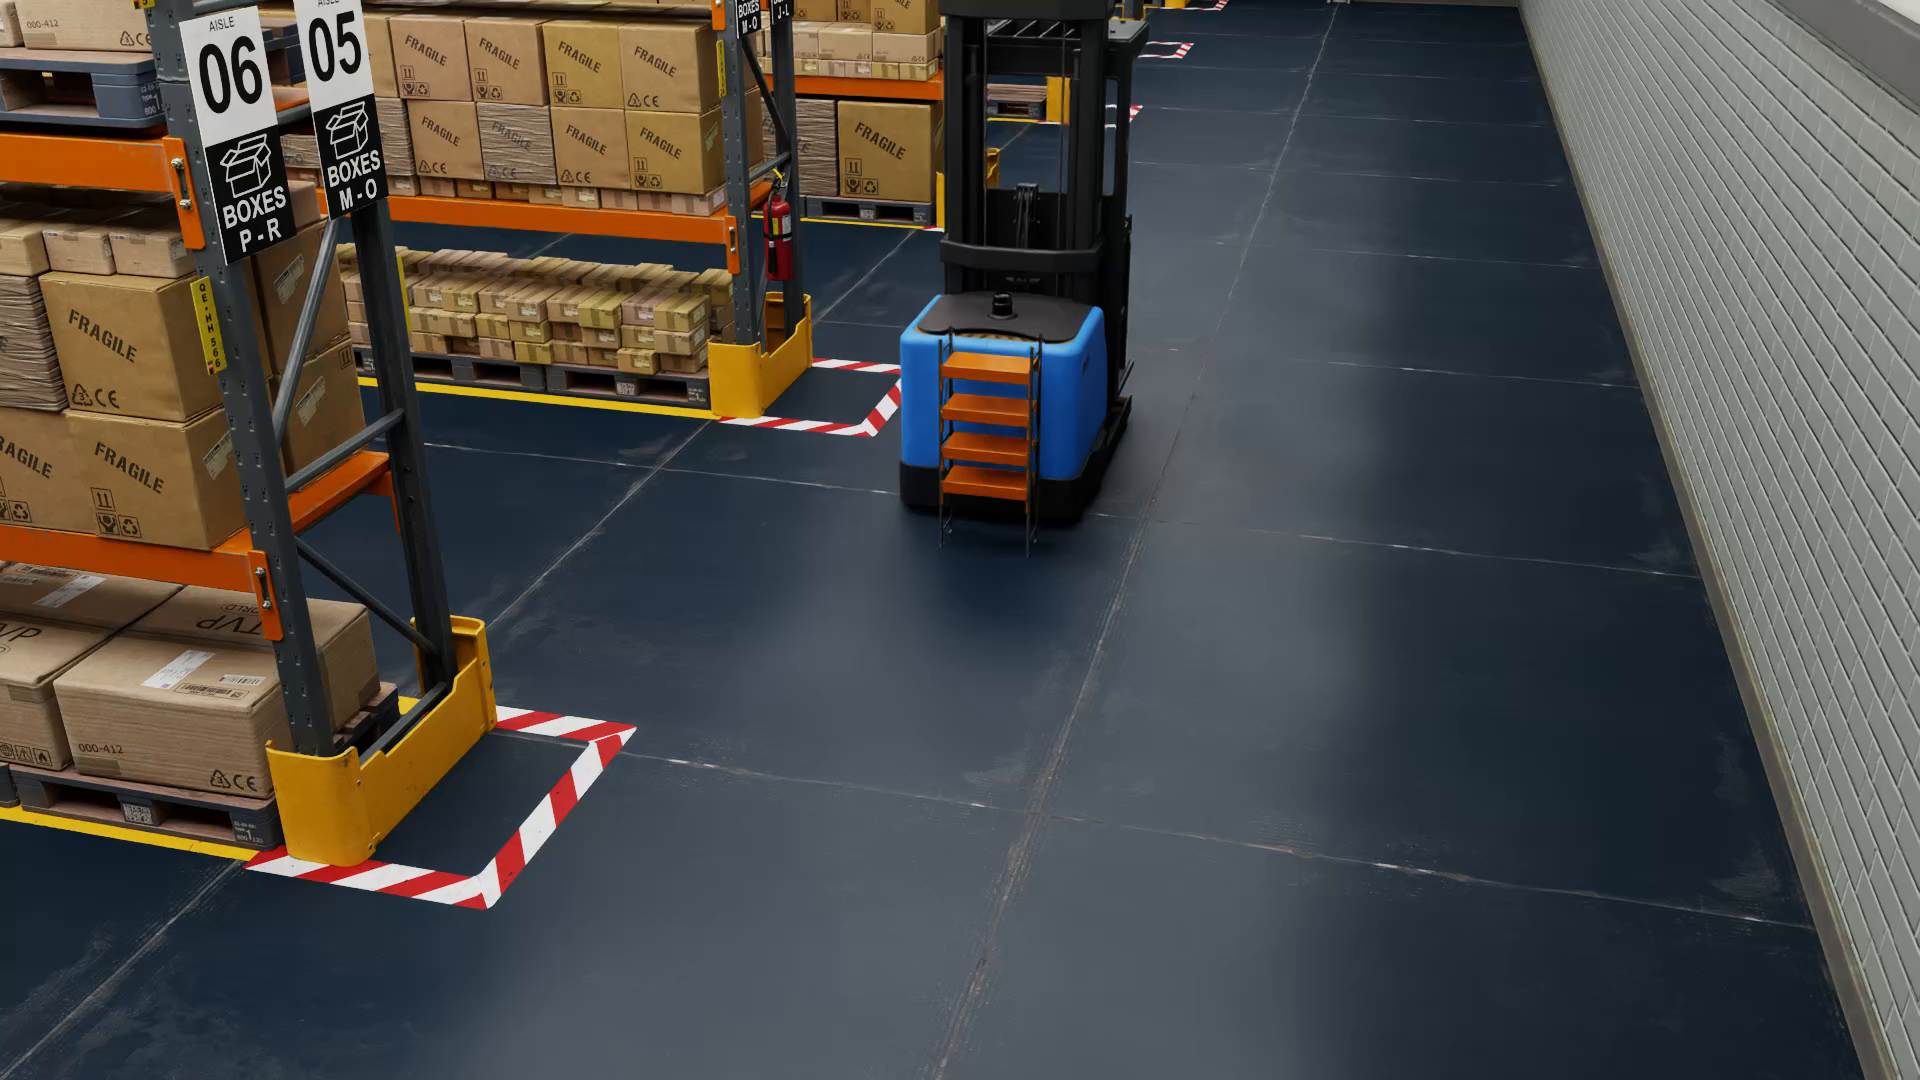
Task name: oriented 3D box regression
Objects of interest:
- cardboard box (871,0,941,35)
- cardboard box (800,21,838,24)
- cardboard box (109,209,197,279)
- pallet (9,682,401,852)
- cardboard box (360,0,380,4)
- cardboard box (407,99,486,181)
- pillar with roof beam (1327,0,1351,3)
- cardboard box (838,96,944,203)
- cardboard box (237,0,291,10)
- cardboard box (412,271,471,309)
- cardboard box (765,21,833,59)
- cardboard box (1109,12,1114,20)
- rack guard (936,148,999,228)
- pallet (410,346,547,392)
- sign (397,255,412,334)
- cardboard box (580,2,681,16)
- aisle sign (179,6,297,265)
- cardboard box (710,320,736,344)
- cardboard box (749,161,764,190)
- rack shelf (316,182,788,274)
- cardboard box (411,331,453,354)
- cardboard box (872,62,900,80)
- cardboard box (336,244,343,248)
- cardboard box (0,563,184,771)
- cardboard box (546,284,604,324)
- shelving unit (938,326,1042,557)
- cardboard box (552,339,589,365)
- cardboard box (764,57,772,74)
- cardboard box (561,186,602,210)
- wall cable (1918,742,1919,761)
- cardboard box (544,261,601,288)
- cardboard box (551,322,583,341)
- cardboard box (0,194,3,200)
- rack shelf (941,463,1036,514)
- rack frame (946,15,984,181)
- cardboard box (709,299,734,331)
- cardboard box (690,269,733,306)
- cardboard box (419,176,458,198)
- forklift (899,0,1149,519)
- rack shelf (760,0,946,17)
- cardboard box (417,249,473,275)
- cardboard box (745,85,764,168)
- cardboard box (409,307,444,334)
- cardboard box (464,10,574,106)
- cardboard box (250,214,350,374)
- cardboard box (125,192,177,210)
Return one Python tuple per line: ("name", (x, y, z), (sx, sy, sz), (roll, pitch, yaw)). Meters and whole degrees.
("cardboard box", (-0.479, -4.798, 14.795), (0.500, 0.500, 0.500), (7, 26, 14))
("cardboard box", (-1.330, -4.789, 15.647), (0.500, 0.250, 0.500), (5, 26, 11))
("cardboard box", (-2.808, -1.069, 5.972), (0.250, 0.149, 0.380), (7, 26, 14))
("pallet", (-3.204, 0.882, 7.153), (1.213, 0.211, 1.003), (6, 26, 13))
("cardboard box", (-4.124, -3.464, 11.411), (0.500, 0.500, 0.500), (5, 26, 11))
("cardboard box", (-3.246, -2.682, 10.931), (0.500, 0.500, 0.500), (8, 27, 16))
("pillar with roof beam", (5.517, -11.624, 23.197), (0.400, 9.000, 9.100), (6, 26, 13))
("cardboard box", (-0.582, -3.716, 15.548), (0.875, 0.875, 0.875), (6, 26, 13))
("cardboard box", (-4.773, -3.305, 11.078), (0.500, 0.500, 0.500), (7, 26, 14))
("cardboard box", (-3.589, -1.737, 11.545), (0.250, 0.149, 0.380), (5, 26, 11))
("cardboard box", (-1.462, -4.567, 15.182), (0.500, 0.250, 0.500), (5, 26, 11))
("cardboard box", (1.941, -7.600, 24.119), (0.500, 0.500, 0.500), (6, 26, 13))
("rack guard", (0.081, -3.319, 15.640), (0.348, 0.500, 1.175), (6, 26, 13))
("pallet", (-3.305, -1.378, 11.899), (1.213, 0.211, 1.003), (6, 26, 13))
("sign", (-2.266, -0.981, 6.723), (0.005, 0.325, 0.100), (6, 26, 13))
("cardboard box", (-2.134, -3.237, 10.934), (0.500, 0.500, 0.500), (7, 26, 15))
("aisle sign", (-2.418, -1.361, 5.596), (0.004, 0.787, 0.394), (6, 26, 13))
("cardboard box", (-1.703, -1.488, 11.713), (0.250, 0.149, 0.380), (7, 26, 14))
("cardboard box", (-1.507, -2.454, 11.207), (0.250, 0.149, 0.380), (6, 26, 13))
("rack shelf", (-3.212, -2.285, 11.398), (4.000, 0.370, 1.077), (6, 26, 13))
("cardboard box", (-3.610, -1.432, 11.596), (0.250, 0.149, 0.380), (6, 26, 12))
("cardboard box", (-0.621, -4.265, 15.011), (0.250, 0.149, 0.380), (7, 26, 14))
("cardboard box", (-4.740, -2.066, 12.235), (0.250, 0.149, 0.380), (7, 26, 14))
("cardboard box", (-3.963, 0.519, 7.162), (0.875, 0.438, 0.875), (7, 26, 14))
("cardboard box", (-2.597, -1.598, 11.253), (0.250, 0.149, 0.380), (5, 26, 11))
("shelving unit", (0.160, -0.524, 8.955), (0.503, 1.200, 0.258), (6, 26, 13))
("cardboard box", (-2.588, -1.338, 11.400), (0.250, 0.149, 0.380), (7, 26, 14))
("cardboard box", (-1.610, -4.374, 15.240), (0.250, 0.149, 0.380), (6, 26, 13))
("cardboard box", (-2.392, -2.280, 10.842), (0.250, 0.149, 0.380), (7, 26, 14))
("wall cable", (3.057, -0.203, 4.969), (0.123, 1.953, 0.585), (6, 26, 13))
("cardboard box", (-2.734, -1.850, 11.782), (0.250, 0.149, 0.380), (7, 26, 15))
("cardboard box", (-2.596, -1.497, 11.387), (0.250, 0.149, 0.380), (6, 26, 12))
("cardboard box", (-3.800, -1.180, 6.206), (0.250, 0.149, 0.380), (6, 26, 13))
("rack shelf", (0.160, -0.284, 9.069), (0.480, 0.148, 0.258), (6, 26, 13))
("rack frame", (0.058, -4.450, 15.108), (0.127, 3.000, 1.000), (6, 26, 13))
("cardboard box", (-1.719, -1.596, 11.594), (0.250, 0.149, 0.380), (7, 26, 15))
("cardboard box", (-1.698, -1.765, 11.603), (0.250, 0.149, 0.380), (5, 26, 11))
("cardboard box", (-3.398, -2.414, 11.123), (0.250, 0.149, 0.380), (7, 26, 15))
("forklift", (0.504, -2.050, 10.145), (1.130, 2.935, 3.031), (6, 26, 12))
("rack shelf", (-0.645, -6.401, 20.043), (4.000, 0.370, 1.077), (6, 26, 13))
("cardboard box", (-3.722, -1.980, 12.056), (0.250, 0.149, 0.380), (5, 26, 10))
("cardboard box", (-1.641, -2.739, 11.050), (0.500, 0.500, 0.500), (8, 26, 15))
("cardboard box", (-3.615, -1.565, 11.530), (0.250, 0.149, 0.380), (6, 26, 13))
("cardboard box", (-2.777, -3.079, 10.601), (0.500, 0.500, 0.500), (8, 27, 16))
("cardboard box", (-2.804, -0.991, 6.563), (0.500, 0.500, 0.500), (6, 26, 12))
("cardboard box", (-2.957, -1.266, 6.385), (0.250, 0.149, 0.380), (7, 26, 14))
